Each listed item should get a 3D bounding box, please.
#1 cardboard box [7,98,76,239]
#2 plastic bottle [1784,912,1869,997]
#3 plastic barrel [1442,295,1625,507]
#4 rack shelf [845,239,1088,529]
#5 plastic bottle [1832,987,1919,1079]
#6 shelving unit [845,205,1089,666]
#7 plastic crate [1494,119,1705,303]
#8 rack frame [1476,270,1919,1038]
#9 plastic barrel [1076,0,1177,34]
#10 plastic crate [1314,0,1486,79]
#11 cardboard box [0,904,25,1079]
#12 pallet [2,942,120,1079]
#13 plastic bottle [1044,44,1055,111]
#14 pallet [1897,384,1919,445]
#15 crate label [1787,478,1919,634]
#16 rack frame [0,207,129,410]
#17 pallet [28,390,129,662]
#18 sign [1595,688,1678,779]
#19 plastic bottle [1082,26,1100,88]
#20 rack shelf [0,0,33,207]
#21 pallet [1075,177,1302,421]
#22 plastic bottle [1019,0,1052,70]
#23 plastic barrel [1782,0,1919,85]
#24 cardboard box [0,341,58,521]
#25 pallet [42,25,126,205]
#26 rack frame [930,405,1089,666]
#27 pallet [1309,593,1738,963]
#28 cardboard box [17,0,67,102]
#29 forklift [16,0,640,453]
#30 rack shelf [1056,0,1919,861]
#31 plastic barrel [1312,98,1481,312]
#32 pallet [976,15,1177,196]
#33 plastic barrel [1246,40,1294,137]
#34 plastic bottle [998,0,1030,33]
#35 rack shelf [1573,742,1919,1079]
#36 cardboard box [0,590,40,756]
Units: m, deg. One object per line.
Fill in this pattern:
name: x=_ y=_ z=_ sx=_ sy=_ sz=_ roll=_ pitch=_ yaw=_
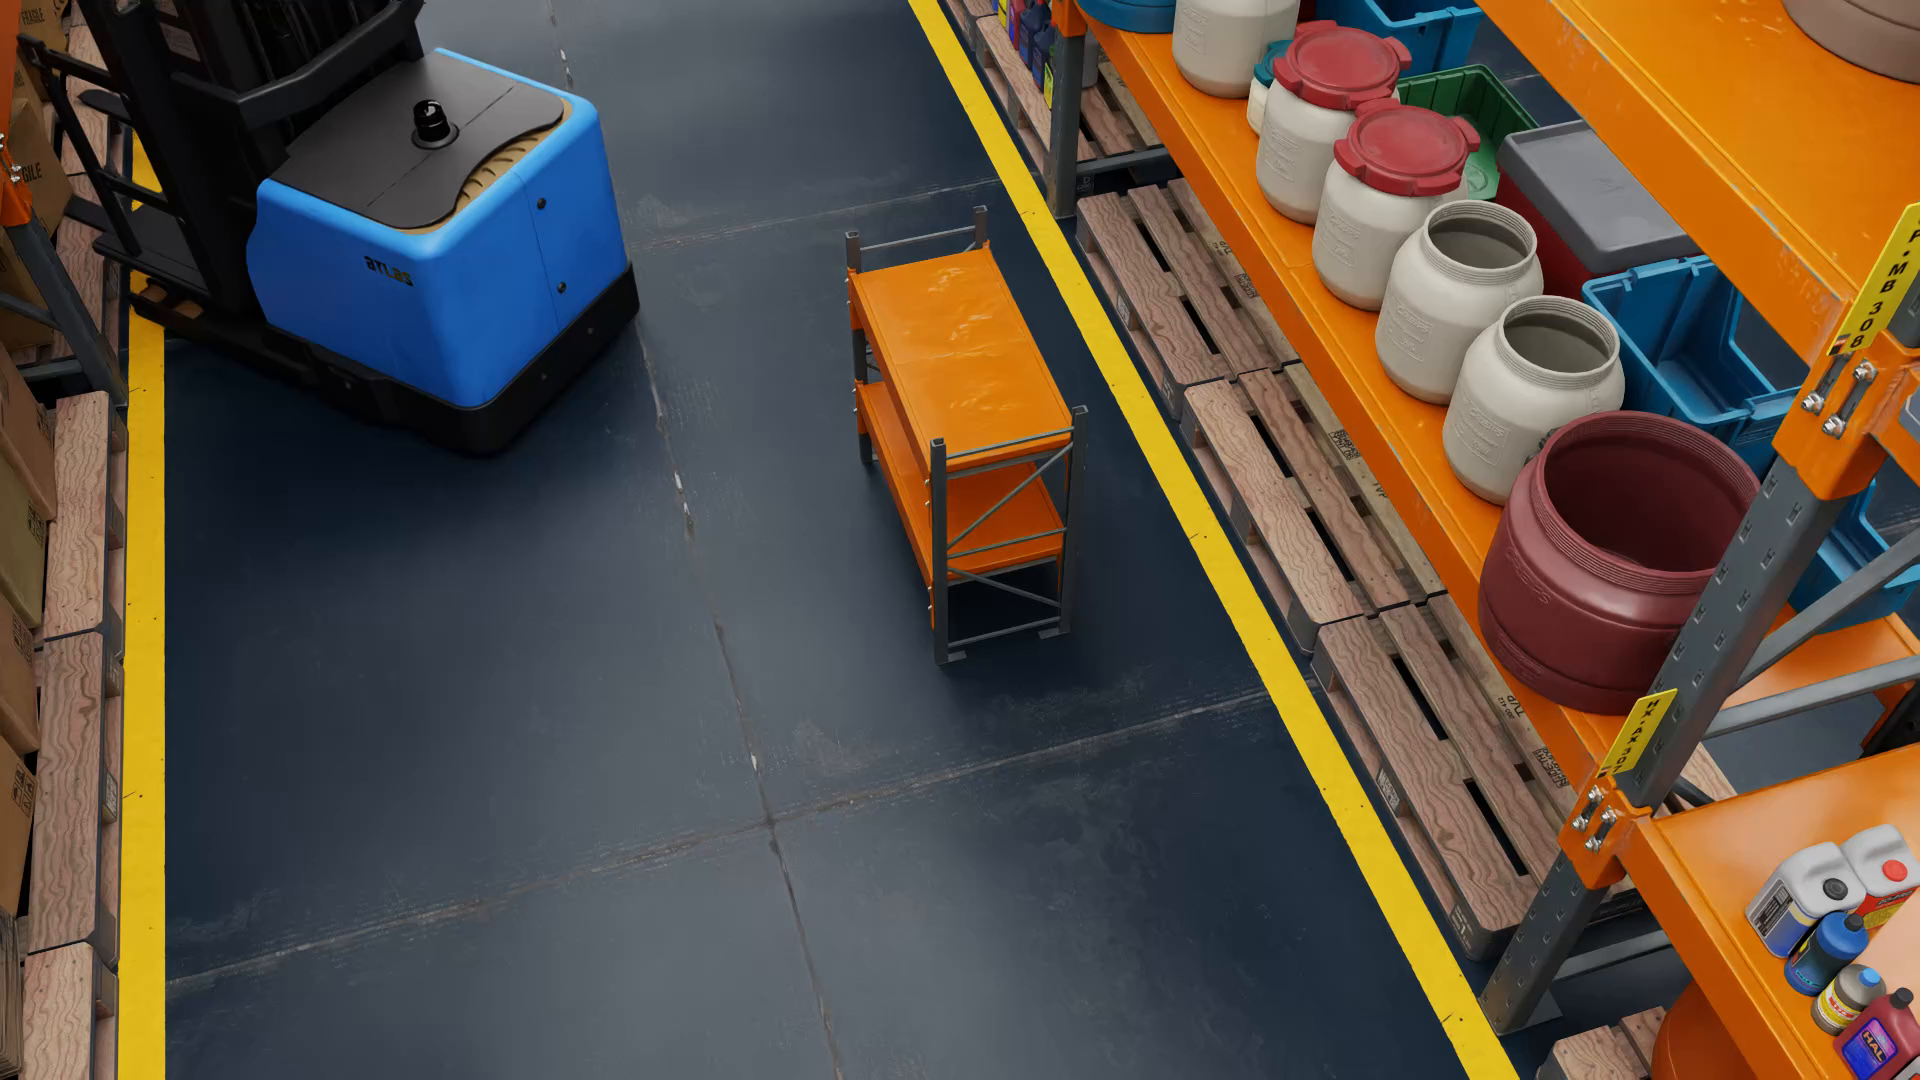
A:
cardboard box: x=-4.102 y=-1.480 z=6.896 sx=0.500 sy=0.500 sz=0.500 roll=1 pitch=50 yaw=1
plastic bottle: x=1.896 y=0.891 z=3.621 sx=0.097 sy=0.271 sz=0.097 roll=0 pitch=50 yaw=0
plastic barrel: x=1.561 y=-0.370 z=4.527 sx=0.421 sy=0.512 sz=0.421 roll=0 pitch=50 yaw=0
rack shelf: x=0.002 y=-0.546 z=5.592 sx=0.538 sy=0.278 sz=1.000 roll=-13 pitch=51 yaw=-11
plastic bottle: x=1.942 y=1.046 z=3.482 sx=0.061 sy=0.283 sz=0.133 roll=-13 pitch=51 yaw=-11
shelving unit: x=0.002 y=-0.358 z=5.816 sx=0.538 sy=1.125 sz=1.048 roll=-13 pitch=51 yaw=-11
plastic crate: x=1.884 y=-0.901 z=5.006 sx=0.402 sy=0.464 sz=0.583 roll=-13 pitch=51 yaw=-11
rack frame: x=2.069 y=0.369 z=3.977 sx=1.000 sy=3.000 sz=0.127 roll=-13 pitch=51 yaw=-11
plastic barrel: x=0.711 y=-2.363 z=5.952 sx=0.600 sy=0.901 sz=0.708 roll=-13 pitch=51 yaw=-11
plastic crate: x=1.510 y=-1.812 z=5.826 sx=0.392 sy=0.384 sz=0.575 roll=-13 pitch=51 yaw=-11
cardboard box: x=-3.056 y=1.266 z=4.568 sx=0.700 sy=0.500 sz=0.500 roll=-17 pitch=52 yaw=-14
pallet: x=-2.892 y=1.817 z=4.580 sx=1.003 sy=0.211 sz=1.213 roll=-13 pitch=51 yaw=-11
plastic bottle: x=0.429 y=-2.095 z=7.543 sx=0.061 sy=0.283 sz=0.133 roll=-11 pitch=51 yaw=-9
pallet: x=2.202 y=0.044 z=2.413 sx=1.003 sy=0.211 sz=1.213 roll=-13 pitch=51 yaw=-11
crate label: x=2.303 y=0.031 z=4.372 sx=0.303 sy=0.233 sz=0.416 roll=-13 pitch=51 yaw=-11
rack frame: x=-3.845 y=-1.432 z=5.496 sx=1.000 sy=3.000 sz=0.127 roll=-13 pitch=51 yaw=-11
pallet: x=-3.614 y=0.035 z=6.083 sx=1.003 sy=0.211 sz=1.213 roll=-13 pitch=51 yaw=-11
sign: x=1.546 y=0.446 z=3.805 sx=0.100 sy=0.325 sz=0.005 roll=-13 pitch=51 yaw=-11
plastic bottle: x=0.558 y=-2.278 z=7.653 sx=0.144 sy=0.351 sz=0.185 roll=-13 pitch=51 yaw=-11
rack shelf: x=-4.437 y=-2.661 z=7.002 sx=1.077 sy=0.370 sz=4.000 roll=-13 pitch=51 yaw=-11
pallet: x=1.155 y=-1.089 z=7.030 sx=1.003 sy=0.211 sz=1.213 roll=-13 pitch=51 yaw=-11
plastic bottle: x=0.364 y=-2.386 z=7.744 sx=0.144 sy=0.351 sz=0.185 roll=-16 pitch=52 yaw=-13
plastic barrel: x=2.034 y=-1.408 z=3.185 sx=0.600 sy=0.901 sz=0.600 roll=0 pitch=50 yaw=0
cardboard box: x=-3.684 y=-0.315 z=5.901 sx=0.700 sy=0.500 sz=0.500 roll=-17 pitch=52 yaw=-14
pallet: x=-4.442 y=-1.909 z=7.721 sx=1.003 sy=0.211 sz=1.213 roll=-13 pitch=51 yaw=-11
rack frame: x=0.152 y=0.014 z=5.503 sx=0.500 sy=1.125 sz=0.032 roll=-13 pitch=51 yaw=-11
pallet: x=1.877 y=0.693 z=5.527 sx=1.003 sy=0.211 sz=1.213 roll=-13 pitch=51 yaw=-11
cardboard box: x=-4.483 y=-2.333 z=7.615 sx=0.500 sy=0.500 sz=0.500 roll=-9 pitch=50 yaw=-8
forklift: x=-2.886 y=-2.113 z=6.114 sx=3.031 sy=2.935 sz=1.130 roll=23 pitch=54 yaw=18
rack shelf: x=1.478 y=-0.860 z=5.483 sx=1.077 sy=0.370 sz=4.000 roll=-13 pitch=51 yaw=-11
plastic barrel: x=1.305 y=-0.996 z=5.039 sx=0.433 sy=0.535 sz=0.433 roll=0 pitch=50 yaw=0
pallet: x=0.727 y=-2.153 z=7.927 sx=1.003 sy=0.211 sz=1.213 roll=-13 pitch=51 yaw=-11
plastic barrel: x=1.131 y=-1.506 z=5.648 sx=0.301 sy=0.262 sz=0.301 roll=0 pitch=50 yaw=0
plastic bottle: x=0.268 y=-2.621 z=7.943 sx=0.144 sy=0.351 sz=0.185 roll=-14 pitch=51 yaw=-11
rack shelf: x=2.661 y=2.062 z=3.020 sx=1.077 sy=0.370 sz=4.000 roll=-13 pitch=51 yaw=-11
cardboard box: x=-3.395 y=0.446 z=5.259 sx=0.700 sy=0.500 sz=0.500 roll=-17 pitch=52 yaw=-14
